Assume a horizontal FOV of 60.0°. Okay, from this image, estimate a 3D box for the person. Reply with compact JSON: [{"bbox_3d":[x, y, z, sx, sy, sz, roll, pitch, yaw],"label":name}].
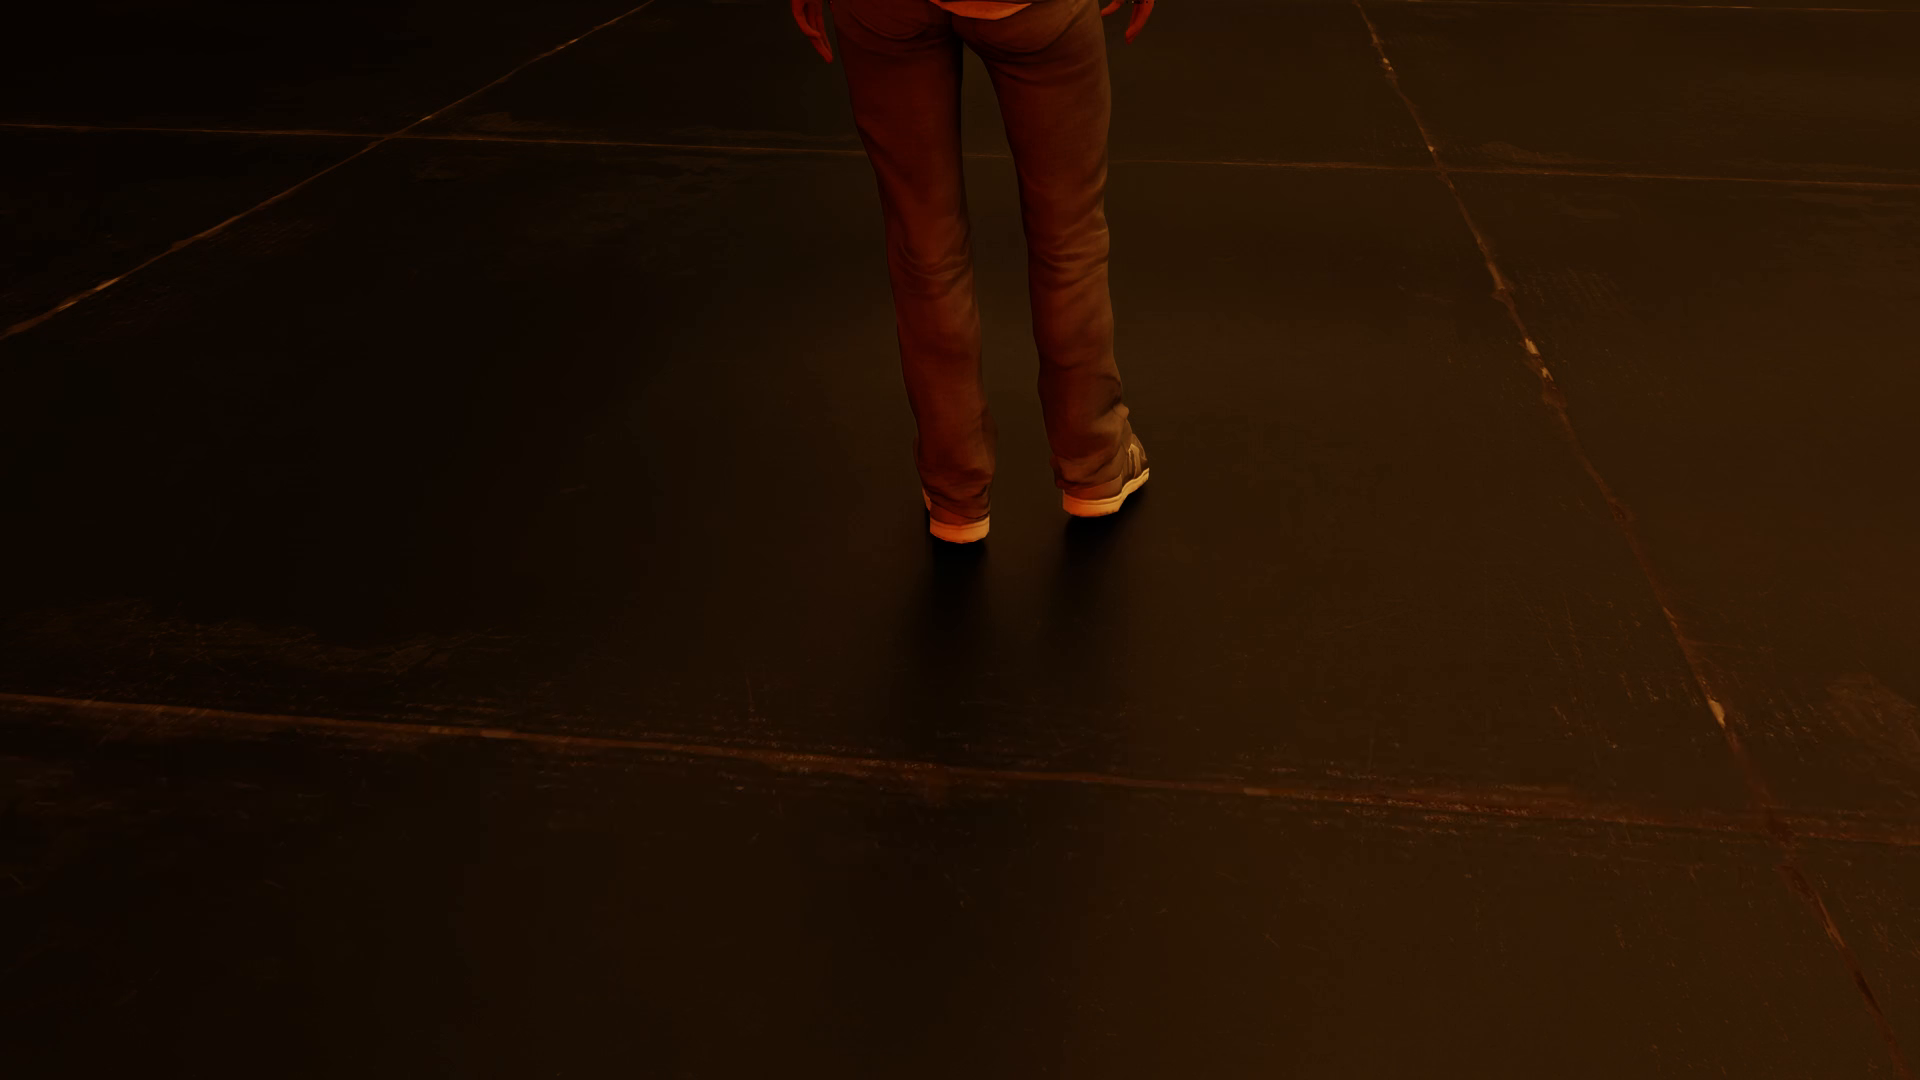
[{"bbox_3d":[0.024,-0.754,2.205,0.520,1.599,0.473,3,27,7],"label":"person"}]
